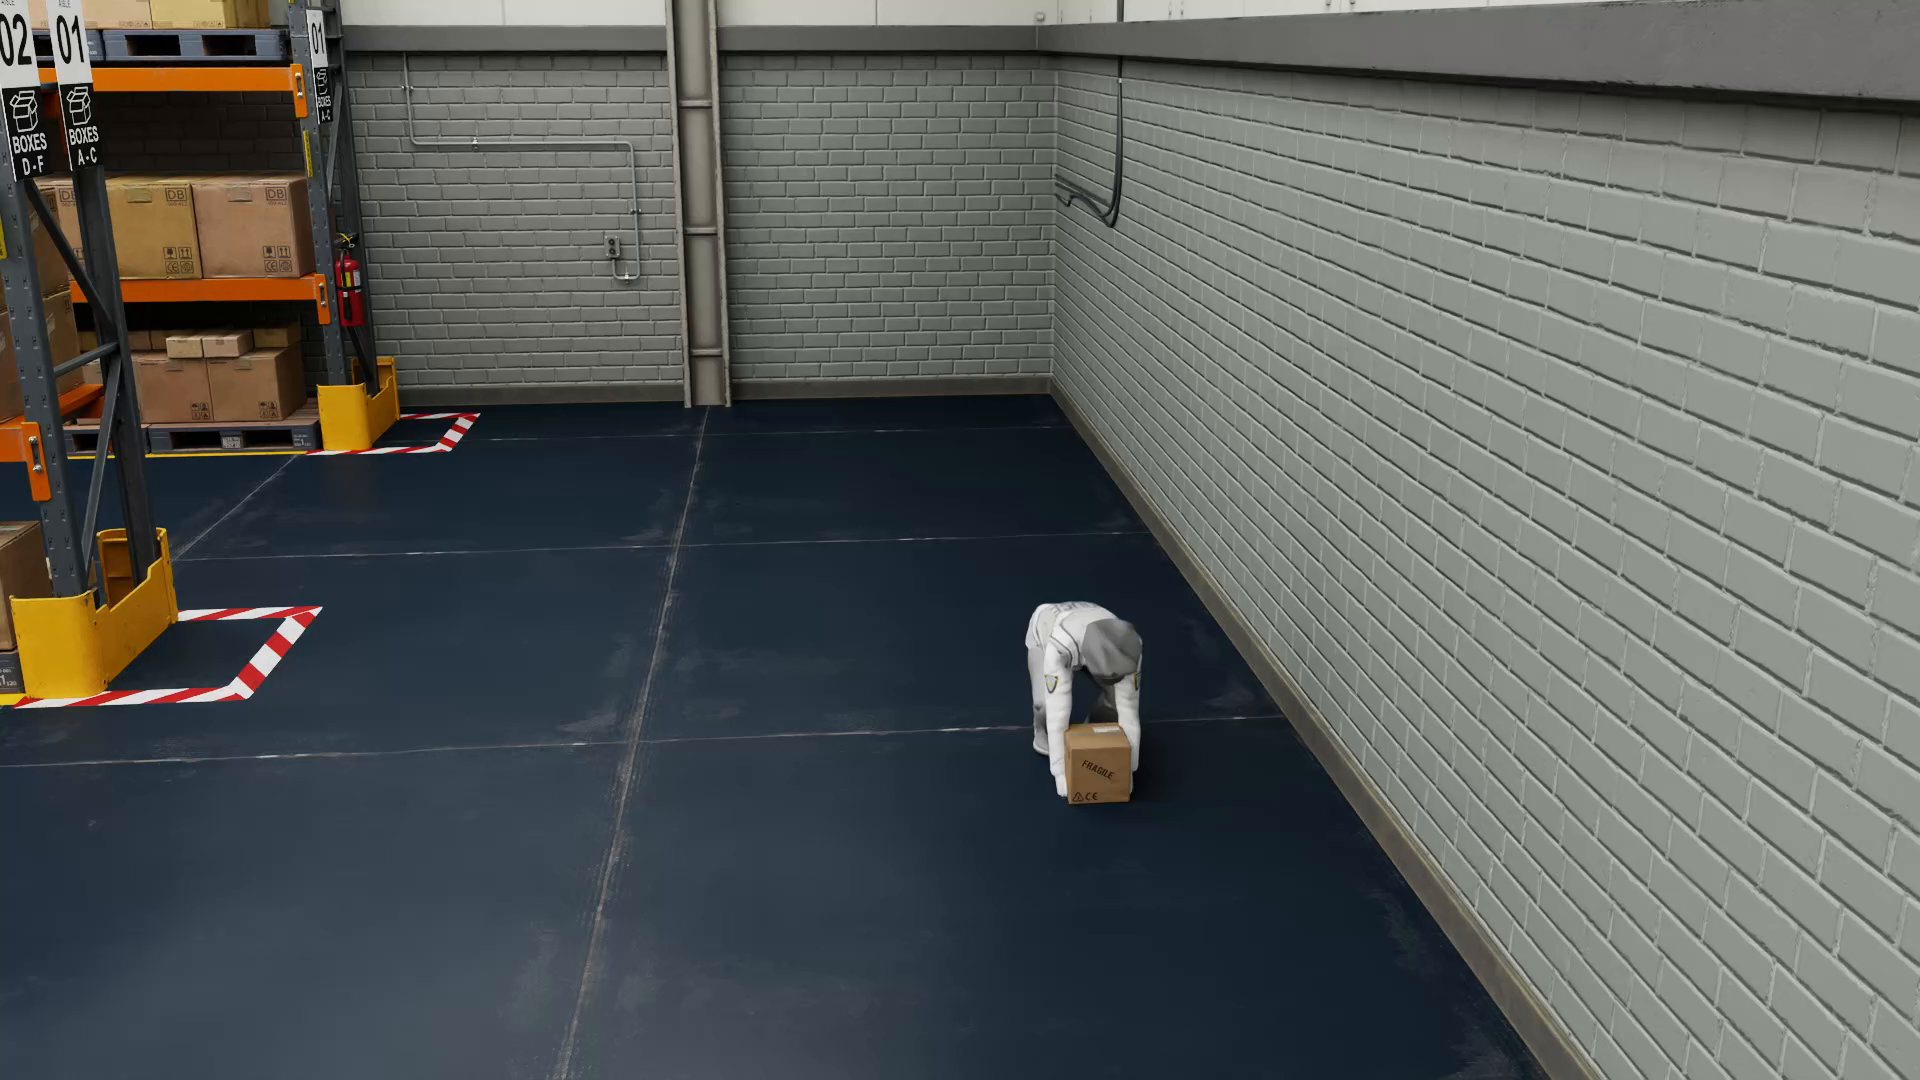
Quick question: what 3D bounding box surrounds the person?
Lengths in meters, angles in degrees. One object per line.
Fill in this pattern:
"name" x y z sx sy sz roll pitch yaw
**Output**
"person" 0.532 0.610 7.134 0.456 0.792 0.906 -2 17 -7
